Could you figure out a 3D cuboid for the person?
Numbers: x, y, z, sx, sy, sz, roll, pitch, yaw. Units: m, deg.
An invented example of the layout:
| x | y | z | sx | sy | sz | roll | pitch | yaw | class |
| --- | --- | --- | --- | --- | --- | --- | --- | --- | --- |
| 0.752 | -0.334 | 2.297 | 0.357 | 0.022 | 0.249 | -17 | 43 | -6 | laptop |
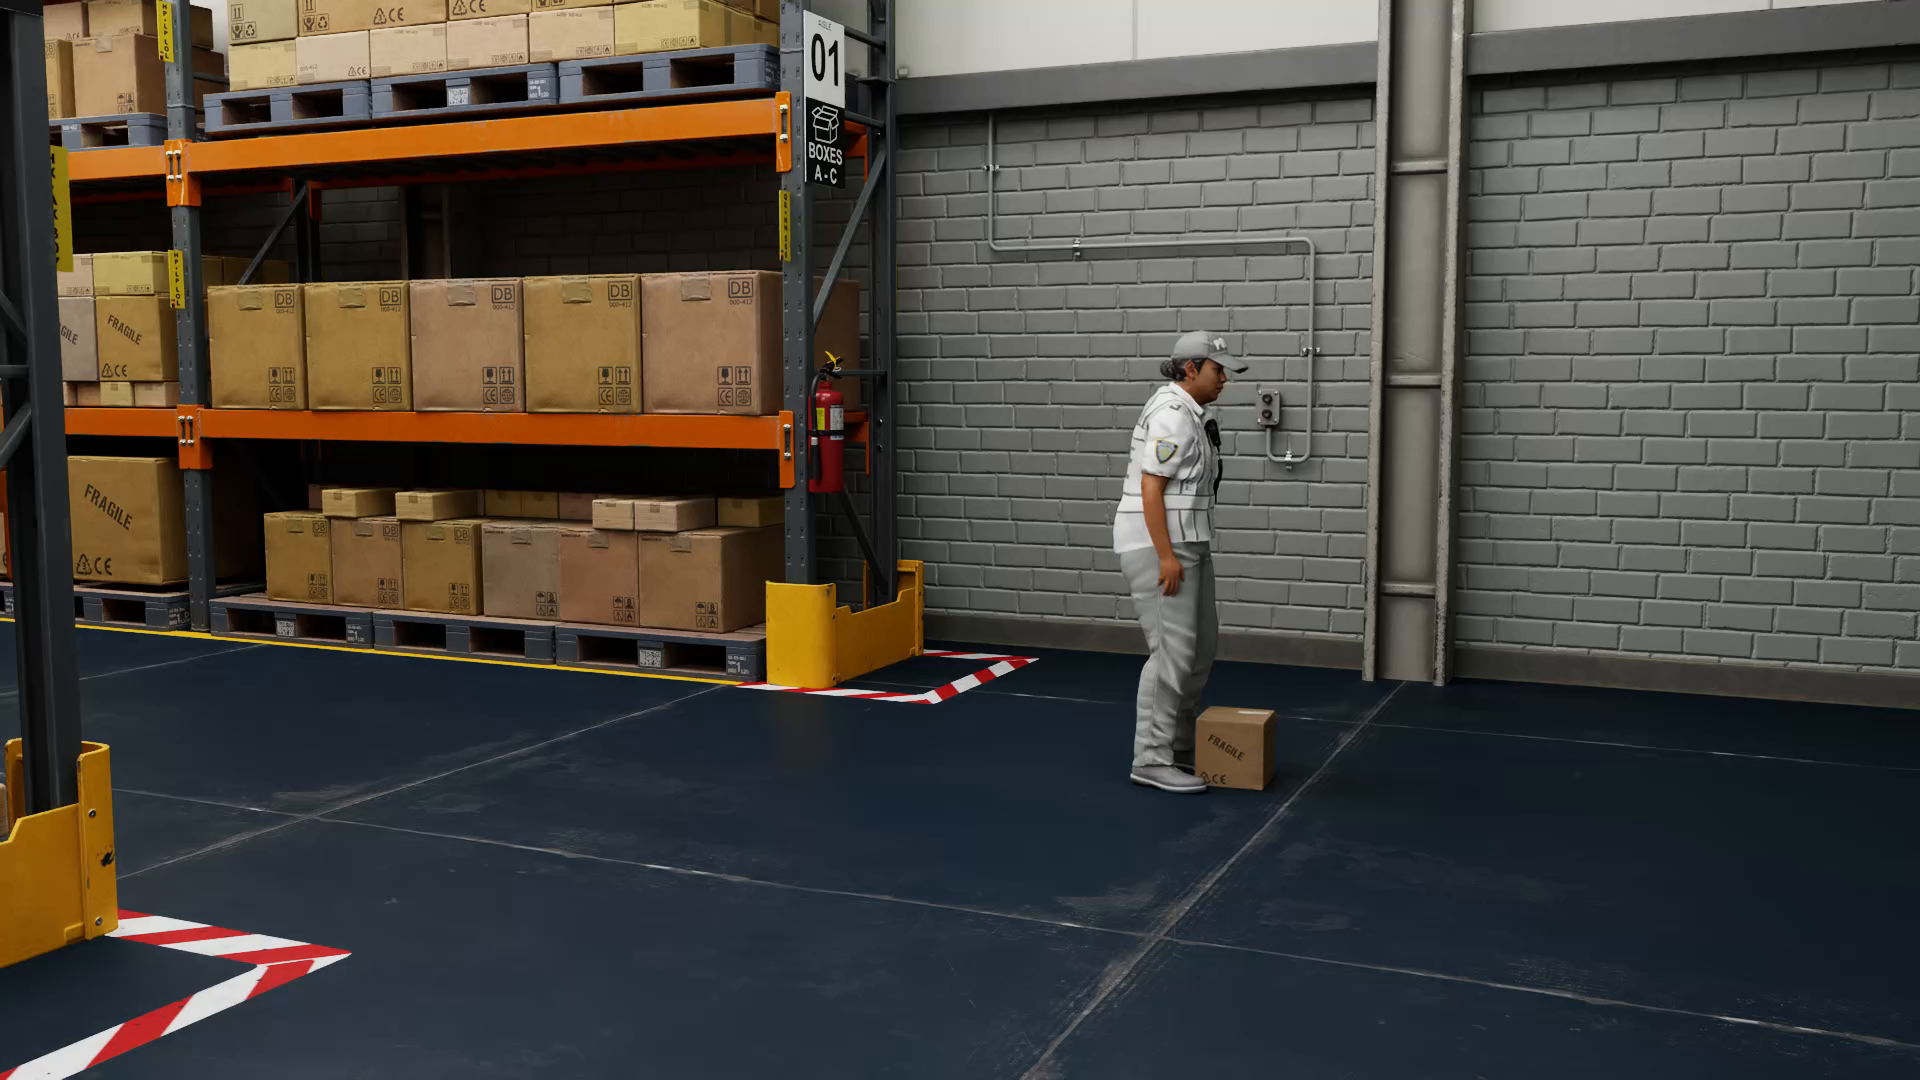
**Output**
| x | y | z | sx | sy | sz | roll | pitch | yaw | class |
| --- | --- | --- | --- | --- | --- | --- | --- | --- | --- |
| 0.817 | 0.058 | 6.172 | 0.468 | 1.665 | 0.553 | 2 | 6 | 21 | person |
